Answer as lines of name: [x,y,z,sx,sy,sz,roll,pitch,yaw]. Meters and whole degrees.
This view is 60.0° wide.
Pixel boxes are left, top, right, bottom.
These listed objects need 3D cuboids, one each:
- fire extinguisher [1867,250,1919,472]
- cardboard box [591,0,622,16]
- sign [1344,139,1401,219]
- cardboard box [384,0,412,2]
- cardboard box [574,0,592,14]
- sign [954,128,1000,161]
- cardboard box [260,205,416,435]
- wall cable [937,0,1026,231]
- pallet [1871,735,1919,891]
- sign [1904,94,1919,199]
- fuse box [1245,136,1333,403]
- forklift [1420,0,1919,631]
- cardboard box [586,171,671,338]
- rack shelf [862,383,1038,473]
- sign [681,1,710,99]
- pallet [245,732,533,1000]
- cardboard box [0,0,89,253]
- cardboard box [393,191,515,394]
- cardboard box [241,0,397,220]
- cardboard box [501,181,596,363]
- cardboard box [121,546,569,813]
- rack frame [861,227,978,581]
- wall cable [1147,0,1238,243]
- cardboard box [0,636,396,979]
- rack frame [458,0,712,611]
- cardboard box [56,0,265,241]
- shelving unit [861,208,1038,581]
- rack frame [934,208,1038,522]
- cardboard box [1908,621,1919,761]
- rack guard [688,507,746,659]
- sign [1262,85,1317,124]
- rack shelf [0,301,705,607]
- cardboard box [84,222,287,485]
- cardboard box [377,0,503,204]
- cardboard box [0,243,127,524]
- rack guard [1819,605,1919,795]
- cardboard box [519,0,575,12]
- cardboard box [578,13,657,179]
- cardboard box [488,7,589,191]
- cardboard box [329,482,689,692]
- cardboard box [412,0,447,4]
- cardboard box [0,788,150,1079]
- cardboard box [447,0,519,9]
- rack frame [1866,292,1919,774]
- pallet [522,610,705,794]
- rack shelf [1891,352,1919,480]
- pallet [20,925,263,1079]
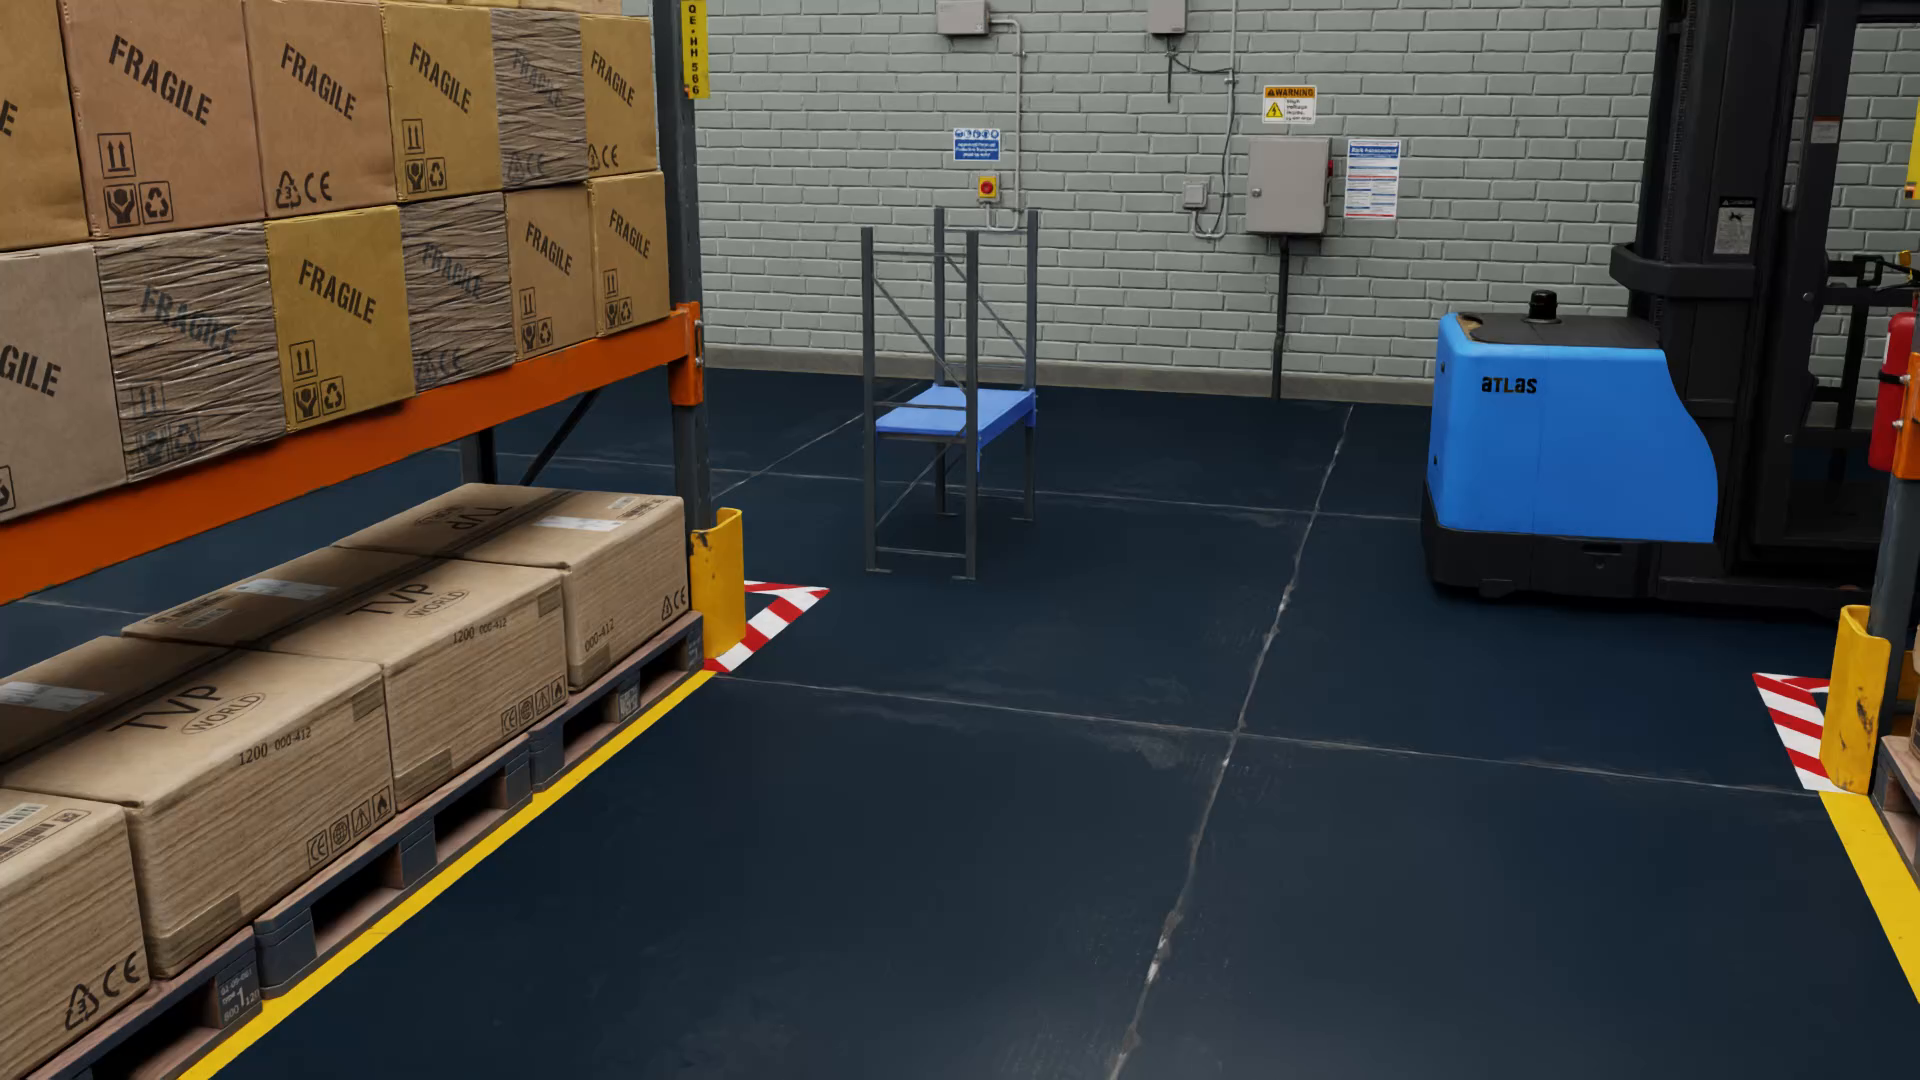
fire extinguisher: [2.922,-0.548,5.089,0.296,0.674,0.183,5,16,16]
cardboard box: [-1.347,-1.806,5.495,0.380,0.149,0.250,5,17,17]
sign: [2.648,-2.320,10.686,0.329,0.494,0.001,5,16,16]
cardboard box: [-1.657,-1.468,4.303,0.380,0.149,0.250,5,17,17]
cardboard box: [-1.396,-1.738,5.254,0.380,0.149,0.250,5,17,17]
sign: [0.114,-2.701,11.359,0.327,0.218,0.001,5,16,16]
cardboard box: [-1.748,-0.574,4.172,0.500,0.500,0.500,5,17,18]
wall cable: [0.143,-3.055,11.183,0.585,1.953,0.123,5,16,16]
pallet: [3.076,0.880,4.340,1.003,0.211,1.213,5,16,16]
sign: [2.803,-1.149,4.795,0.100,0.325,0.005,5,16,16]
fuse box: [2.116,-1.730,10.793,0.539,1.711,0.414,5,16,16]
forklift: [3.555,-1.209,6.722,3.031,2.935,1.130,3,16,11]
cardboard box: [-1.320,-0.975,5.588,0.500,0.500,0.500,5,17,16]
rack shelf: [-0.024,-0.526,7.595,0.538,0.185,1.000,5,16,16]
sign: [-0.921,-1.699,5.767,0.100,0.325,0.005,5,16,16]
pallet: [-1.938,0.801,4.619,1.003,0.211,1.213,5,16,16]
cardboard box: [-2.057,-0.794,3.116,0.500,0.500,0.500,4,16,15]
cardboard box: [-1.614,-0.710,4.652,0.500,0.500,0.500,5,17,17]
cardboard box: [-1.755,-1.059,4.050,0.500,0.500,0.500,5,16,15]
cardboard box: [-1.477,-0.845,5.129,0.500,0.500,0.500,4,16,15]
cardboard box: [-1.781,0.377,4.929,0.875,0.438,0.875,5,17,17]
rack frame: [-0.169,-0.566,7.077,0.500,1.500,0.032,5,16,16]
wall cable: [1.506,-2.933,10.811,0.588,1.984,0.122,5,16,16]
cardboard box: [-2.039,0.613,4.097,0.875,0.438,0.875,4,16,14]
rack frame: [-1.437,-1.074,6.119,1.000,3.000,0.127,5,16,16]
cardboard box: [-1.900,-0.927,3.586,0.500,0.500,0.500,5,17,17]
shelving unit: [-0.024,-0.699,7.546,0.538,1.500,1.048,5,16,16]
rack frame: [0.120,-0.832,8.015,0.500,1.500,0.032,5,16,16]
cardboard box: [3.058,0.462,4.510,0.797,0.503,0.637,4,16,14]
rack guard: [-1.430,0.122,6.482,1.175,0.500,0.348,5,16,16]
sign: [2.121,-2.806,10.711,0.339,0.242,0.001,5,16,16]
rack shelf: [-2.005,-0.205,4.372,1.077,0.370,4.000,5,16,16]
cardboard box: [-1.895,-0.439,3.697,0.500,0.500,0.500,5,17,16]
cardboard box: [-1.610,-1.190,4.514,0.500,0.500,0.500,5,16,16]
cardboard box: [-2.042,-0.309,3.240,0.500,0.500,0.500,5,17,16]
rack guard: [3.301,0.532,5.036,1.175,0.500,0.348,5,16,16]
cardboard box: [-1.389,-1.663,4.993,0.380,0.149,0.250,4,16,15]
cardboard box: [-1.346,-1.459,5.459,0.500,0.500,0.500,5,17,18]
cardboard box: [-1.466,-1.320,4.969,0.500,0.500,0.500,5,16,16]
cardboard box: [-1.529,0.137,5.775,0.875,0.438,0.875,4,16,14]
cardboard box: [-1.642,-1.538,4.550,0.380,0.149,0.250,4,16,15]
cardboard box: [-2.292,0.847,3.271,0.875,0.438,0.875,4,16,15]
cardboard box: [-1.500,-1.601,4.772,0.380,0.149,0.250,5,17,17]
rack frame: [3.323,-0.690,4.765,1.000,3.000,0.127,5,16,16]
pallet: [-1.589,0.483,5.741,1.003,0.211,1.213,5,16,16]
rack shelf: [2.755,0.179,3.019,1.077,0.370,4.000,5,16,16]
pallet: [-2.283,1.121,3.490,1.003,0.211,1.213,5,16,16]
